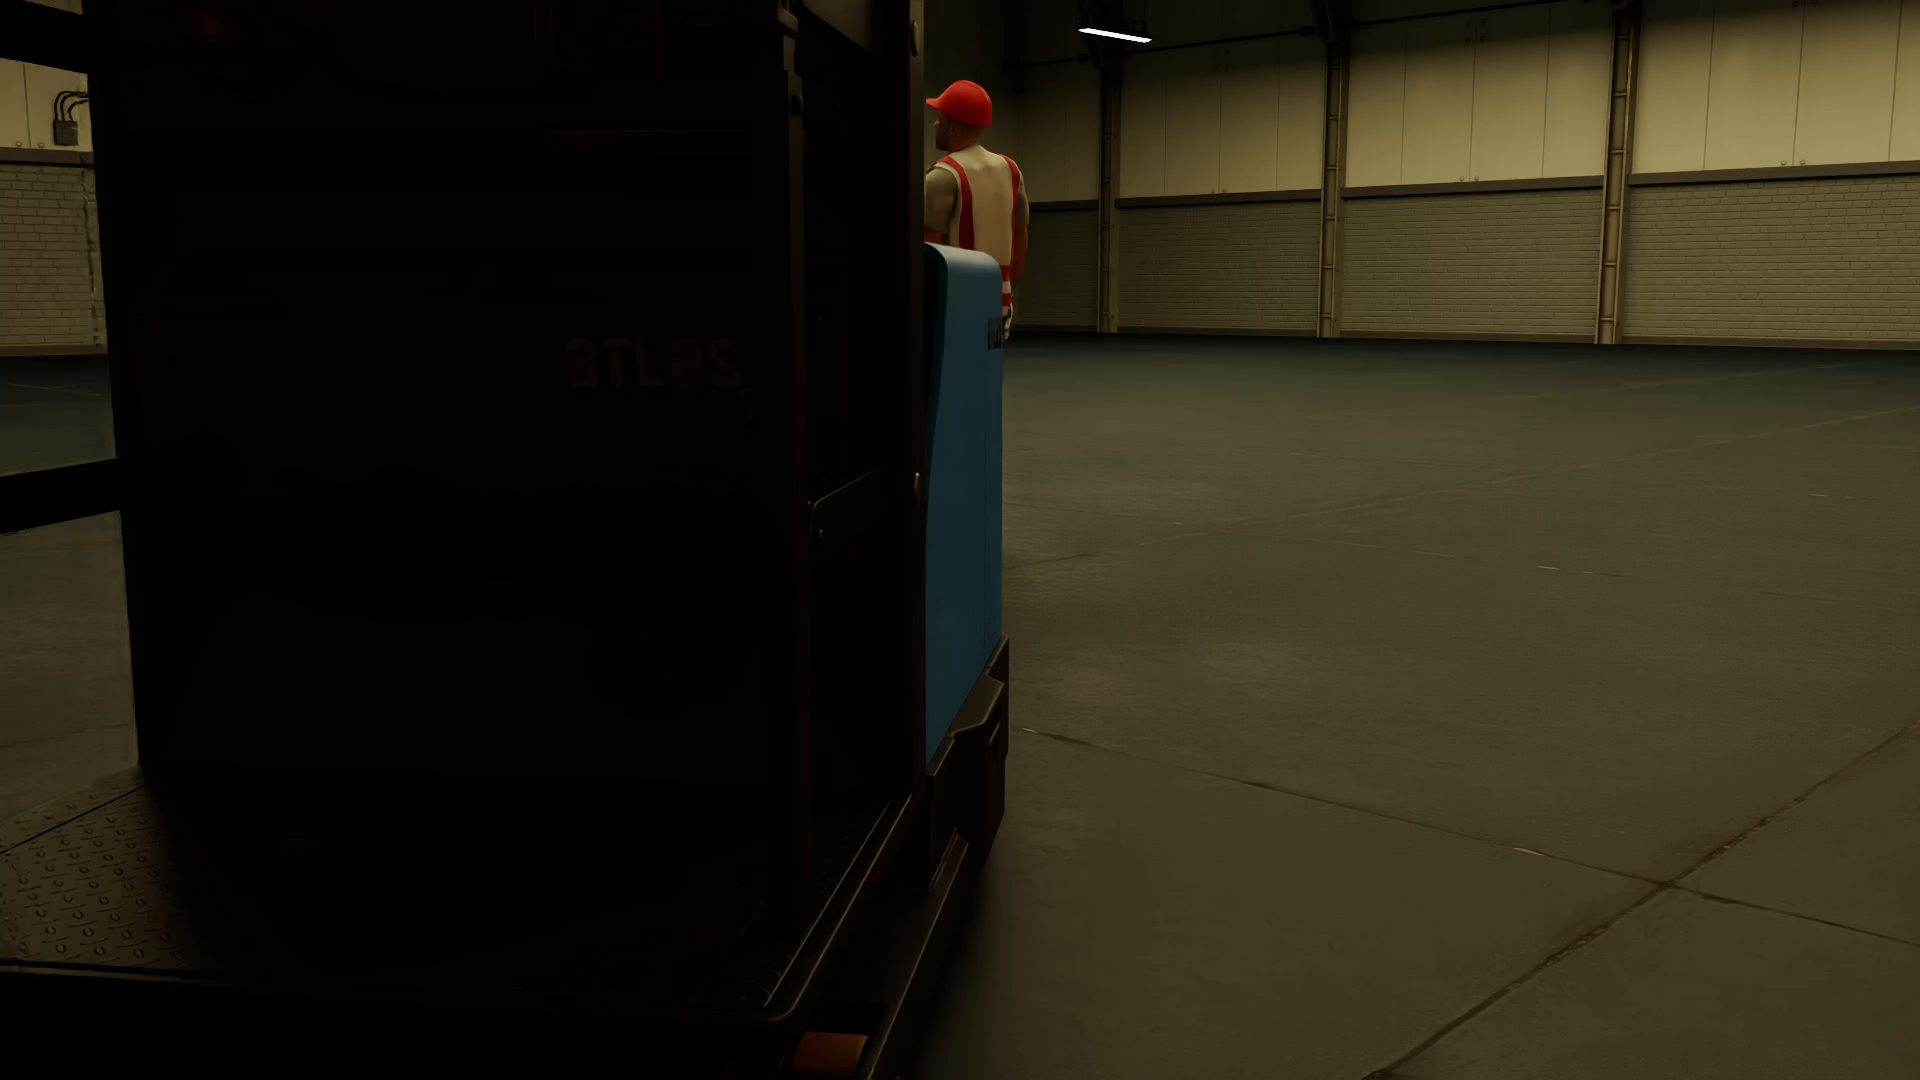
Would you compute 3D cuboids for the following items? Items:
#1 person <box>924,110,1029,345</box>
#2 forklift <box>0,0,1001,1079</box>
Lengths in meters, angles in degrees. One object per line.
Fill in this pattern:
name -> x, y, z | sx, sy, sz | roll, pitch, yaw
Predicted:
person -> 0.000, -0.895, 6.598 | 0.421, 1.689, 0.638 | 8, 12, 43
forklift -> -0.629, -0.750, 1.851 | 1.121, 2.935, 3.031 | 1, 9, 8
